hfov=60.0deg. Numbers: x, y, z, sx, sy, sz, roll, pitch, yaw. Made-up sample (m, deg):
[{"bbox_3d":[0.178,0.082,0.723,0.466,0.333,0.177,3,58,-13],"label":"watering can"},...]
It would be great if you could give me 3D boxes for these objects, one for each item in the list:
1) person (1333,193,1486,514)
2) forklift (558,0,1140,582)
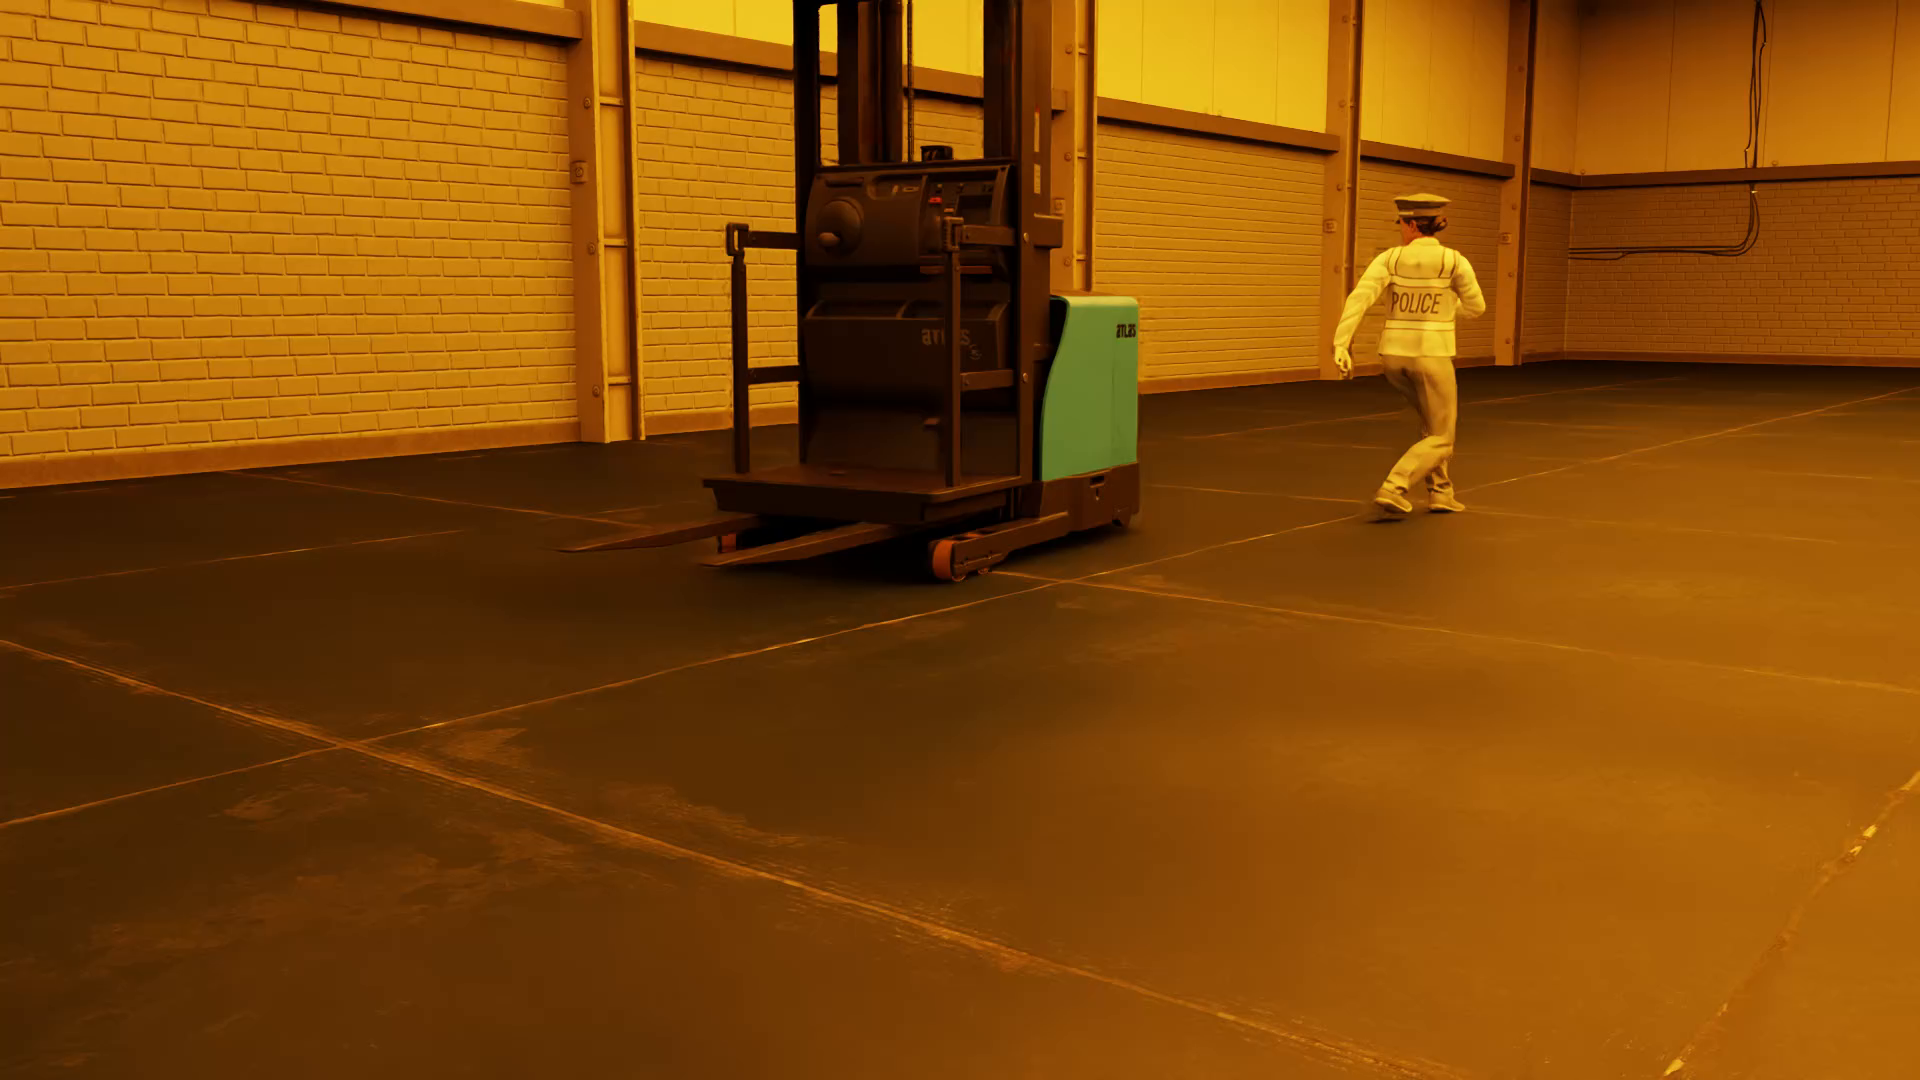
[{"bbox_3d":[2.242,-0.886,8.142,0.853,1.590,0.517,-8,12,-44],"label":"person"},{"bbox_3d":[-0.327,-1.364,6.600,1.130,2.935,3.031,5,10,29],"label":"forklift"}]
